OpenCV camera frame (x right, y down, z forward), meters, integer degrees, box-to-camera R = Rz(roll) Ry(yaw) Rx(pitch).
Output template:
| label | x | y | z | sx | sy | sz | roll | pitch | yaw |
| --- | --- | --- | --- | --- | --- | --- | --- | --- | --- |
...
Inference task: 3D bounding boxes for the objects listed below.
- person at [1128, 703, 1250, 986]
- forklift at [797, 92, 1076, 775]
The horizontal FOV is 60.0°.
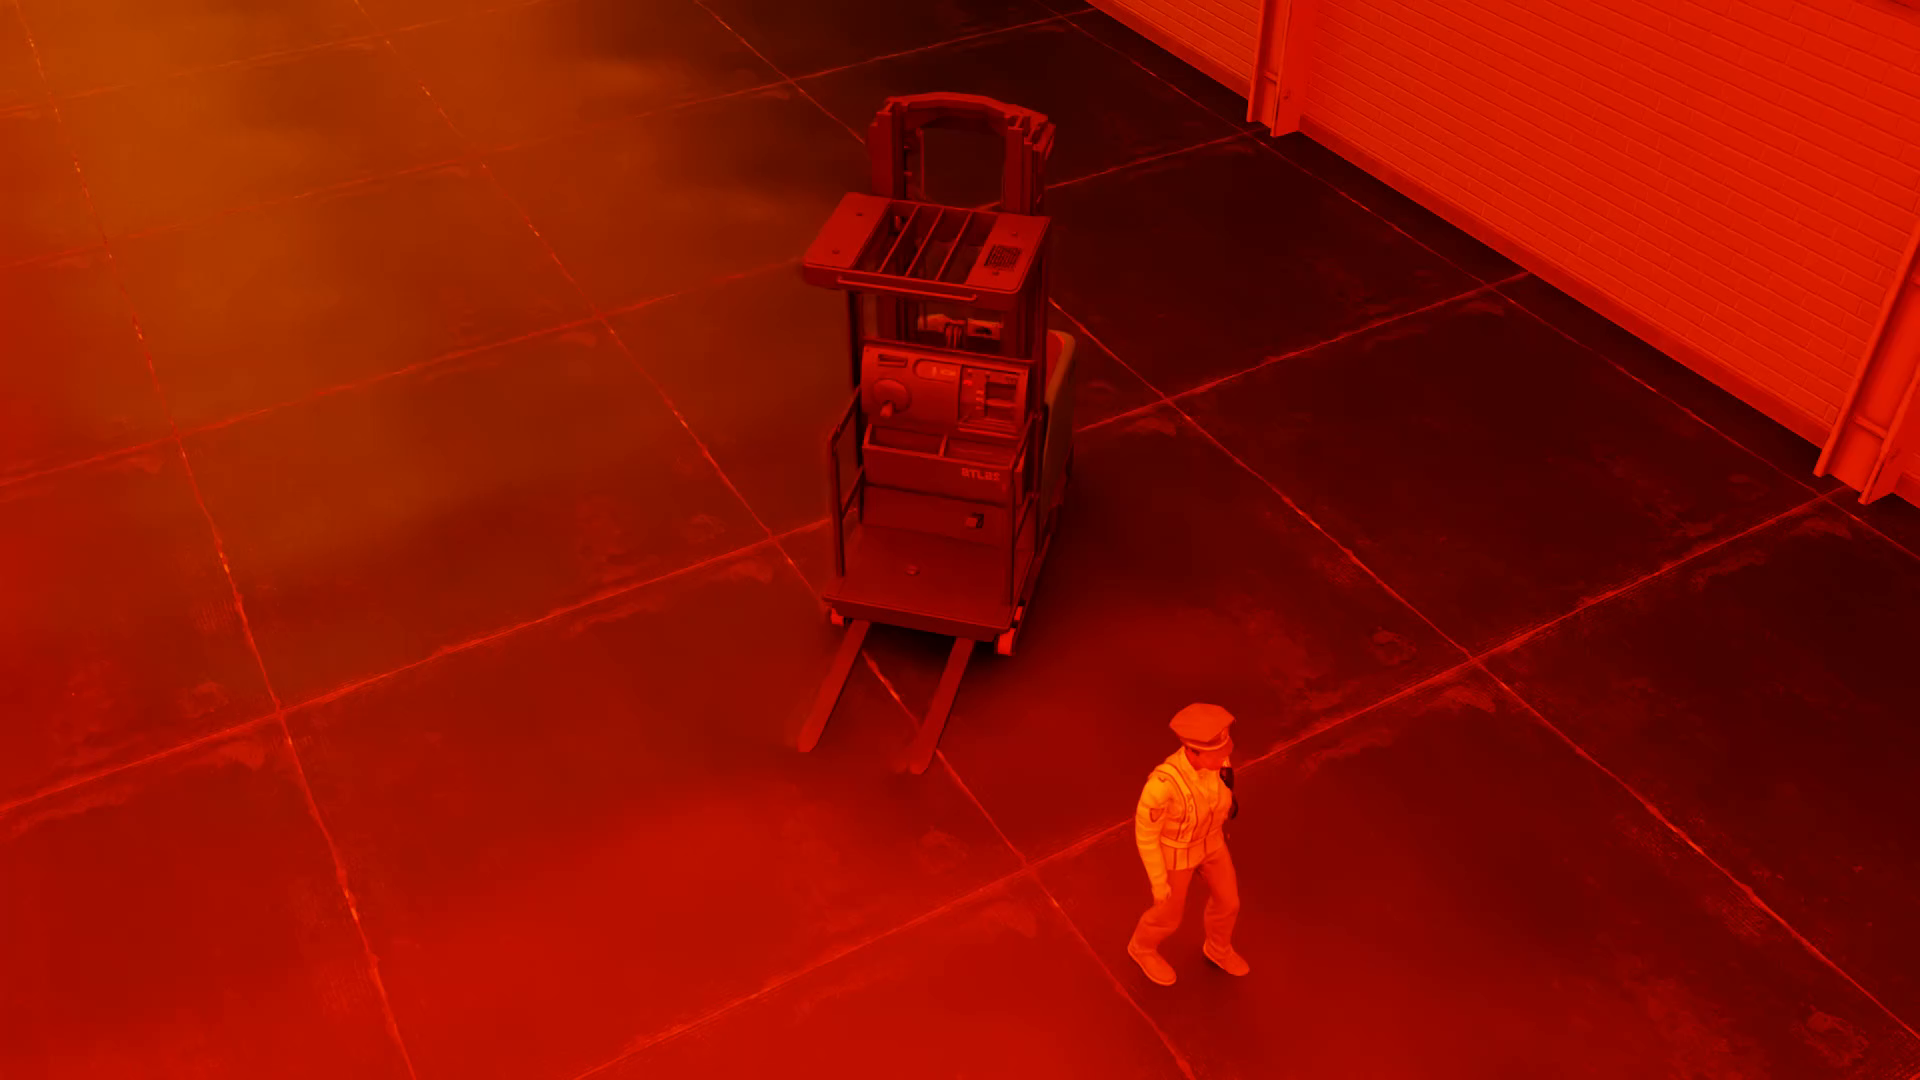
| label | x | y | z | sx | sy | sz | roll | pitch | yaw |
| --- | --- | --- | --- | --- | --- | --- | --- | --- | --- |
| person | 1.047 | 1.421 | 7.365 | 0.579 | 1.721 | 0.498 | -27 | 47 | -29 |
| forklift | -0.139 | -0.740 | 8.929 | 1.130 | 2.935 | 3.031 | 9 | 41 | 11 |
